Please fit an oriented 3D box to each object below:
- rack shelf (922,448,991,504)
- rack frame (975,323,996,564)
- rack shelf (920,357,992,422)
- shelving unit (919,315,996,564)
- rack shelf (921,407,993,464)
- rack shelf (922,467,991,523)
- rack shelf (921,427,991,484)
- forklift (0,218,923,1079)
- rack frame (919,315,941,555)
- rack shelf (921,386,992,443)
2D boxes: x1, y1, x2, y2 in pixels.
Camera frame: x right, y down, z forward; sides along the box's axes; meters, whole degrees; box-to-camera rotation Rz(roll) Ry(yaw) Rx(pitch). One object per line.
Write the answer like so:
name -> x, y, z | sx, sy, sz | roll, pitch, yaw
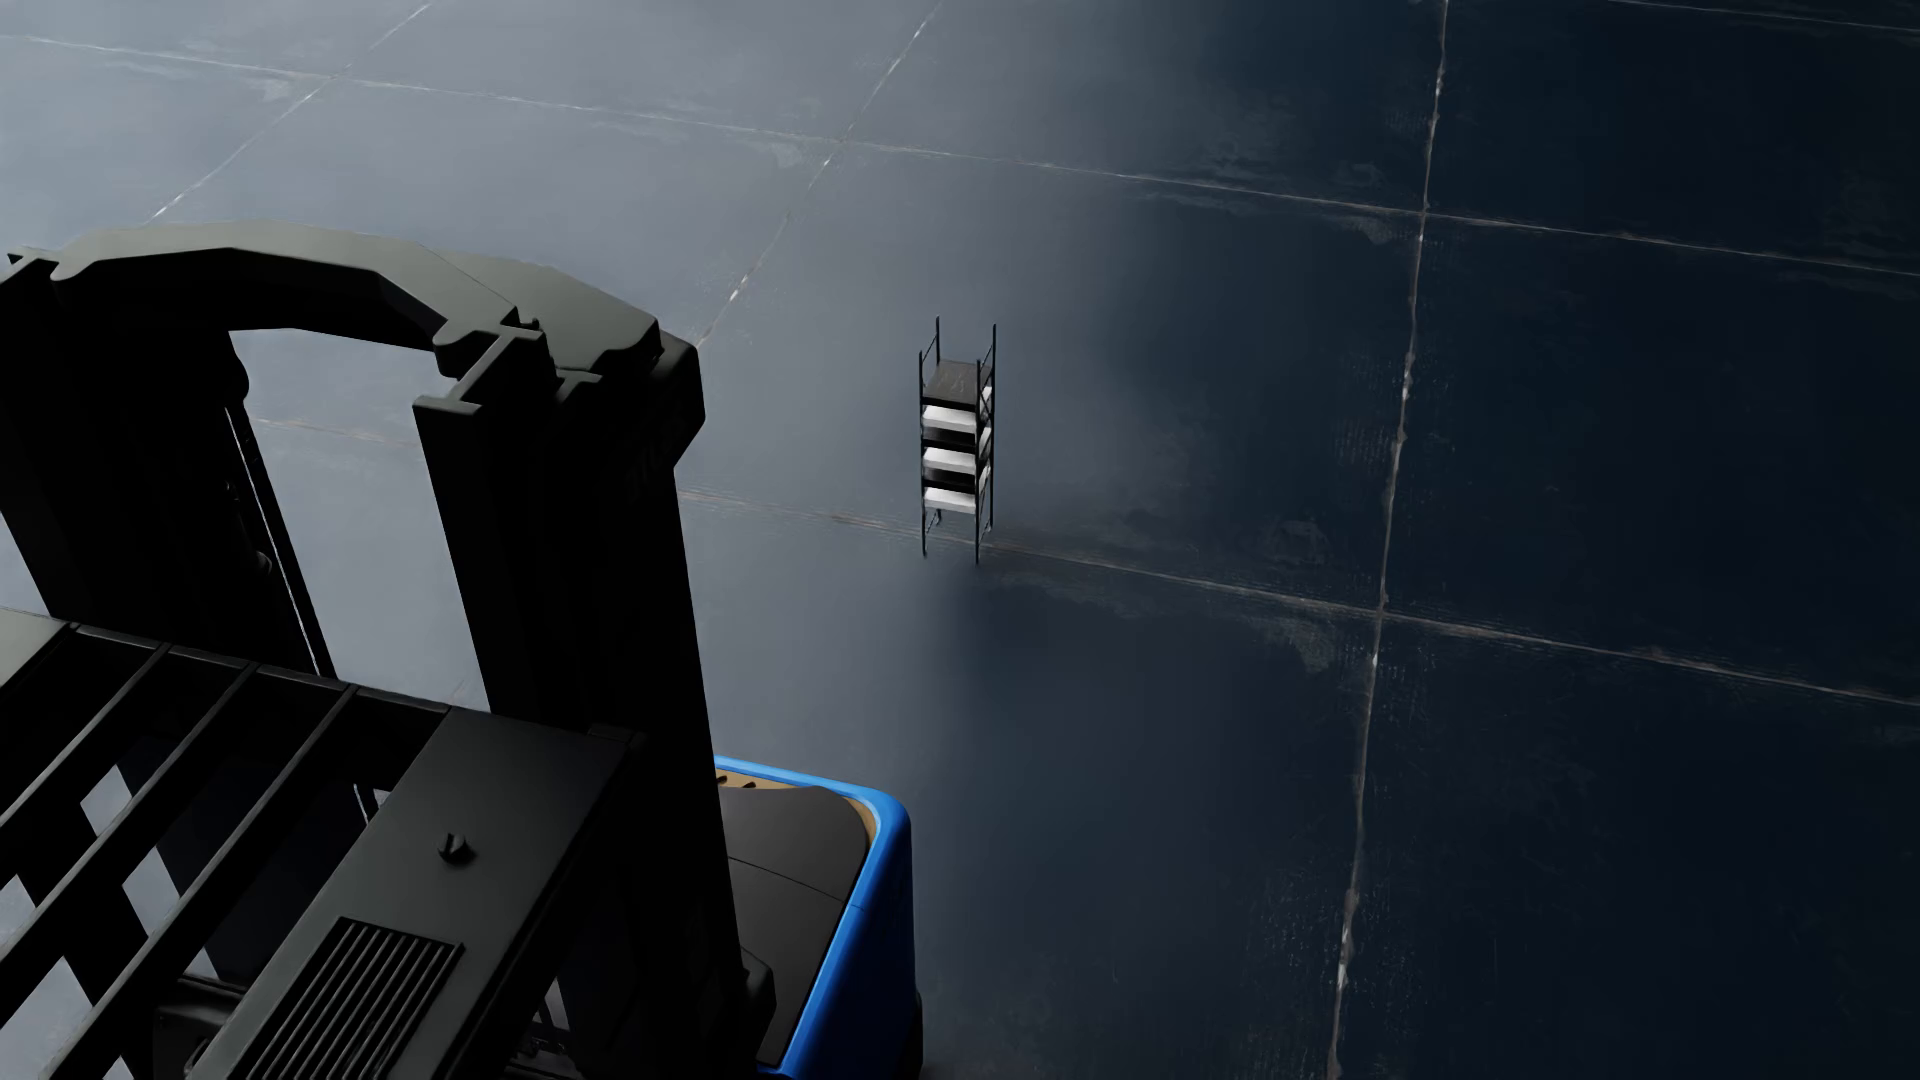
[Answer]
rack shelf -> -0.008, -0.252, 6.042 | 0.200, 0.077, 0.258 | 10, 41, 11
rack frame -> 0.090, -0.329, 5.942 | 0.006, 0.900, 0.240 | 10, 41, 11
rack shelf -> -0.008, -0.527, 5.810 | 0.200, 0.077, 0.258 | 10, 41, 11
shelving unit -> -0.008, -0.346, 5.962 | 0.210, 0.900, 0.258 | 10, 41, 11
rack shelf -> -0.008, -0.389, 5.926 | 0.200, 0.077, 0.258 | 10, 41, 11
rack shelf -> -0.008, -0.183, 6.099 | 0.200, 0.077, 0.258 | 10, 41, 11
rack shelf -> -0.008, -0.320, 5.984 | 0.200, 0.077, 0.258 | 10, 41, 11
forklift -> -0.993, 1.123, 2.633 | 1.130, 2.935, 3.031 | 10, 41, 12
rack frame -> -0.106, -0.363, 5.982 | 0.006, 0.900, 0.240 | 10, 41, 11
rack shelf -> -0.008, -0.458, 5.868 | 0.200, 0.077, 0.258 | 10, 41, 11
